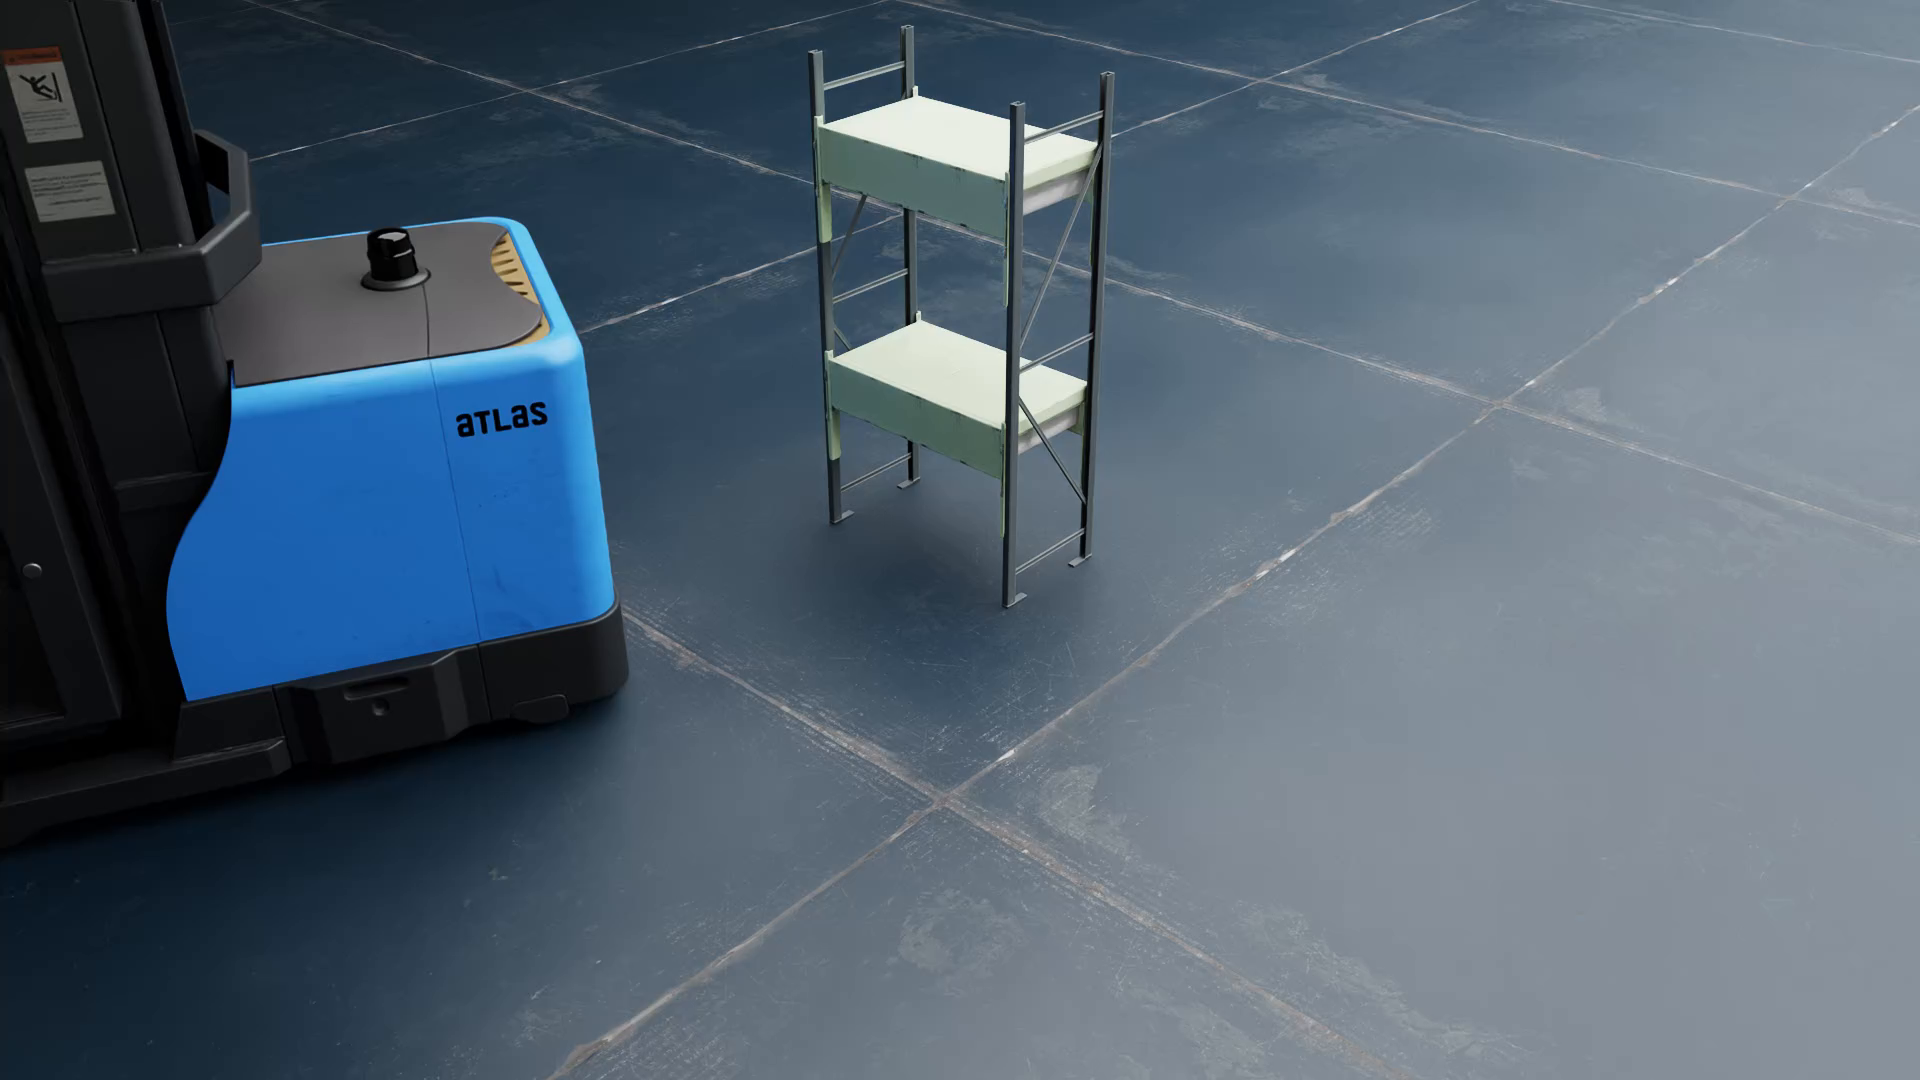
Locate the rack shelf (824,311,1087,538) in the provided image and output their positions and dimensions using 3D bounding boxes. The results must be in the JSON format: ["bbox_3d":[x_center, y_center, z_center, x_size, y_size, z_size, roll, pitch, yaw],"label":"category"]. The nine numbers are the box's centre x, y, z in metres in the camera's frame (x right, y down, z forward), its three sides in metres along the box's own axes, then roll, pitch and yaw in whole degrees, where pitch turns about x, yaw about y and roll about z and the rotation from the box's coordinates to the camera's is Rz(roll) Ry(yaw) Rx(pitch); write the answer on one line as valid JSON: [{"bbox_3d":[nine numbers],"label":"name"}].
[{"bbox_3d":[-0.005,-0.366,5.035,0.720,0.370,0.431,25,39,35],"label":"rack shelf"}]

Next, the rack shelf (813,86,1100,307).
[{"bbox_3d":[-0.005,-0.979,4.666,0.720,0.370,0.431,25,39,35],"label":"rack shelf"}]

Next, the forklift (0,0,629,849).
[{"bbox_3d":[-2.466,-0.760,3.670,3.031,2.935,1.130,-11,33,-18],"label":"forklift"}]

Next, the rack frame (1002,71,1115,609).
[{"bbox_3d":[0.266,-0.518,4.657,0.023,1.500,0.400,25,39,35],"label":"rack frame"}]

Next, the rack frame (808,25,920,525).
[{"bbox_3d":[-0.276,-0.772,5.077,0.023,1.500,0.400,25,39,35],"label":"rack frame"}]

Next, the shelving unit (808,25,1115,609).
[{"bbox_3d":[-0.005,-0.645,4.867,0.755,1.500,0.431,25,39,35],"label":"shelving unit"}]
